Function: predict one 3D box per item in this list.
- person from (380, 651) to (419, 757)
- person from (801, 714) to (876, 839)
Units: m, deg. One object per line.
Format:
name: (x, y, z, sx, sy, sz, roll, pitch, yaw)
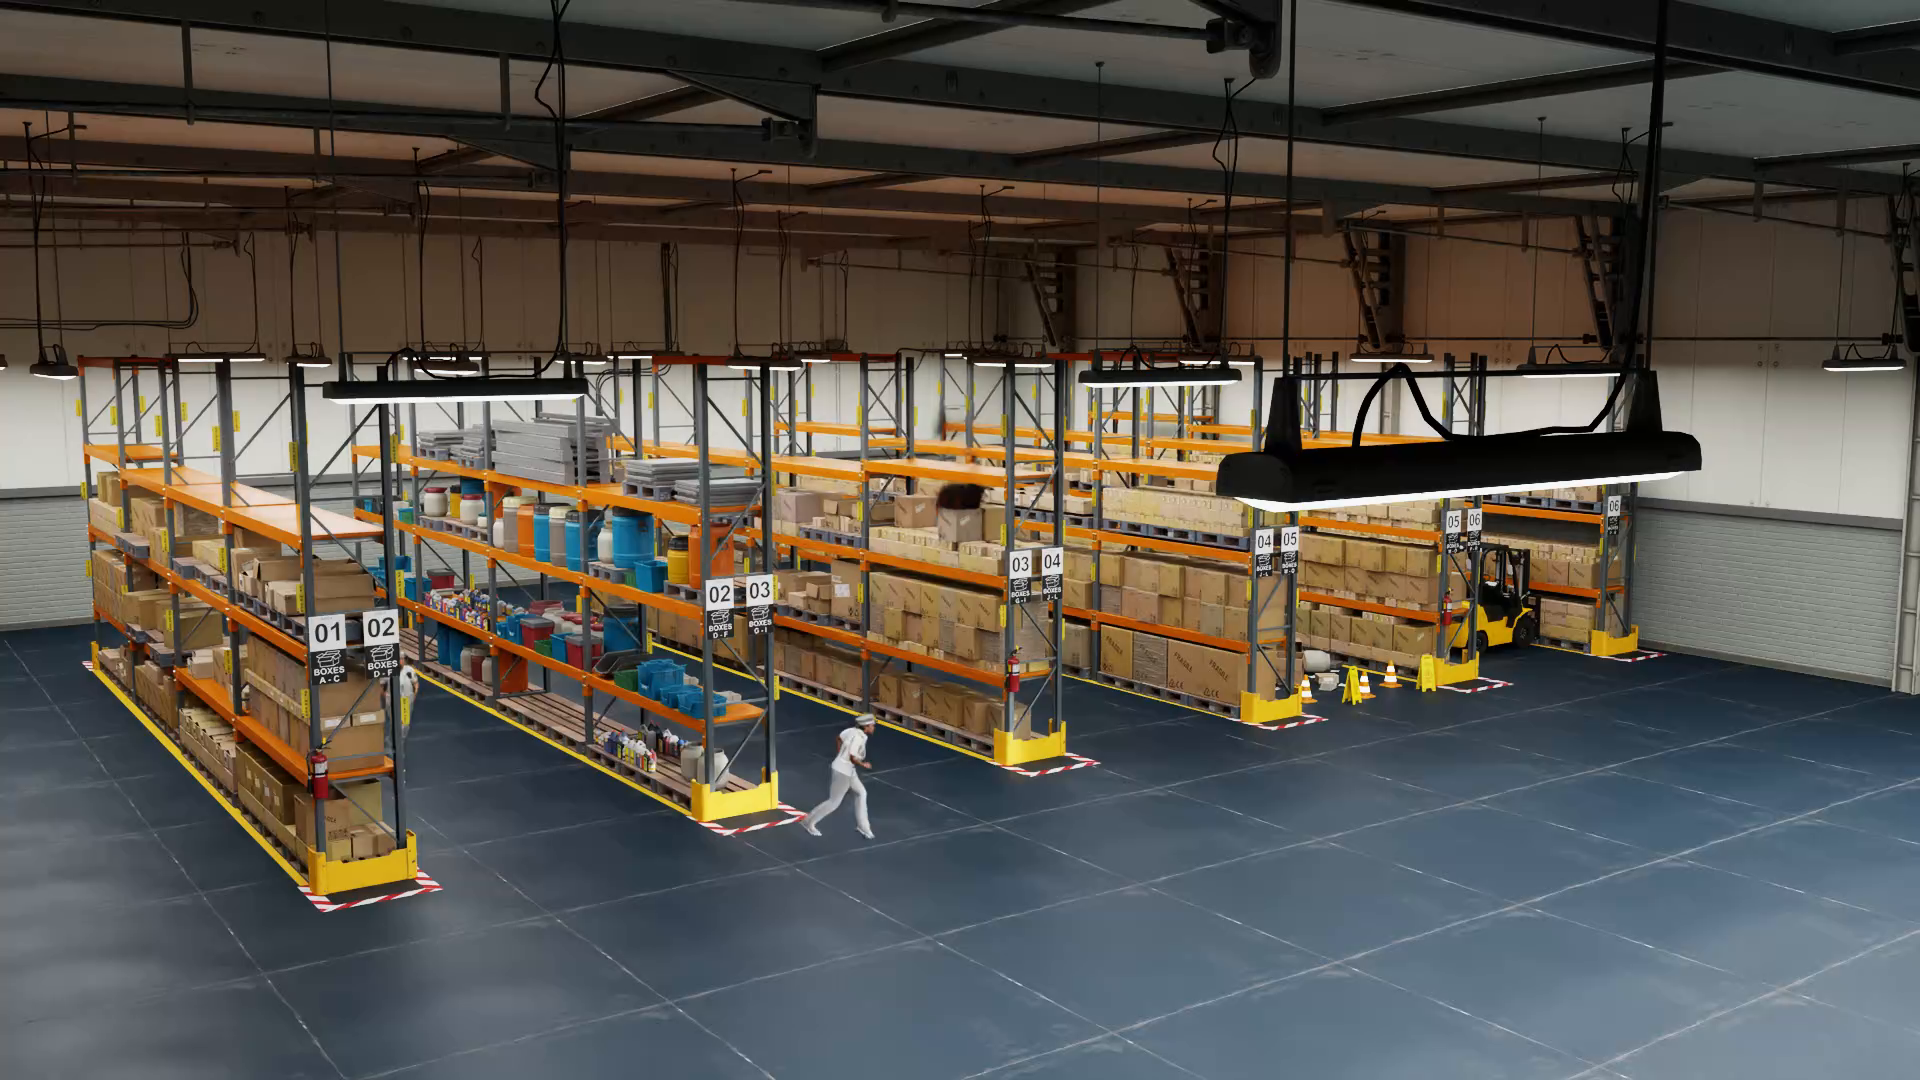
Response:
person: (-8.422, 2.481, 25.093, 0.587, 1.633, 0.583, -6, 9, -40)
person: (-1.541, 3.027, 21.043, 0.981, 1.647, 0.615, -2, 7, -14)
